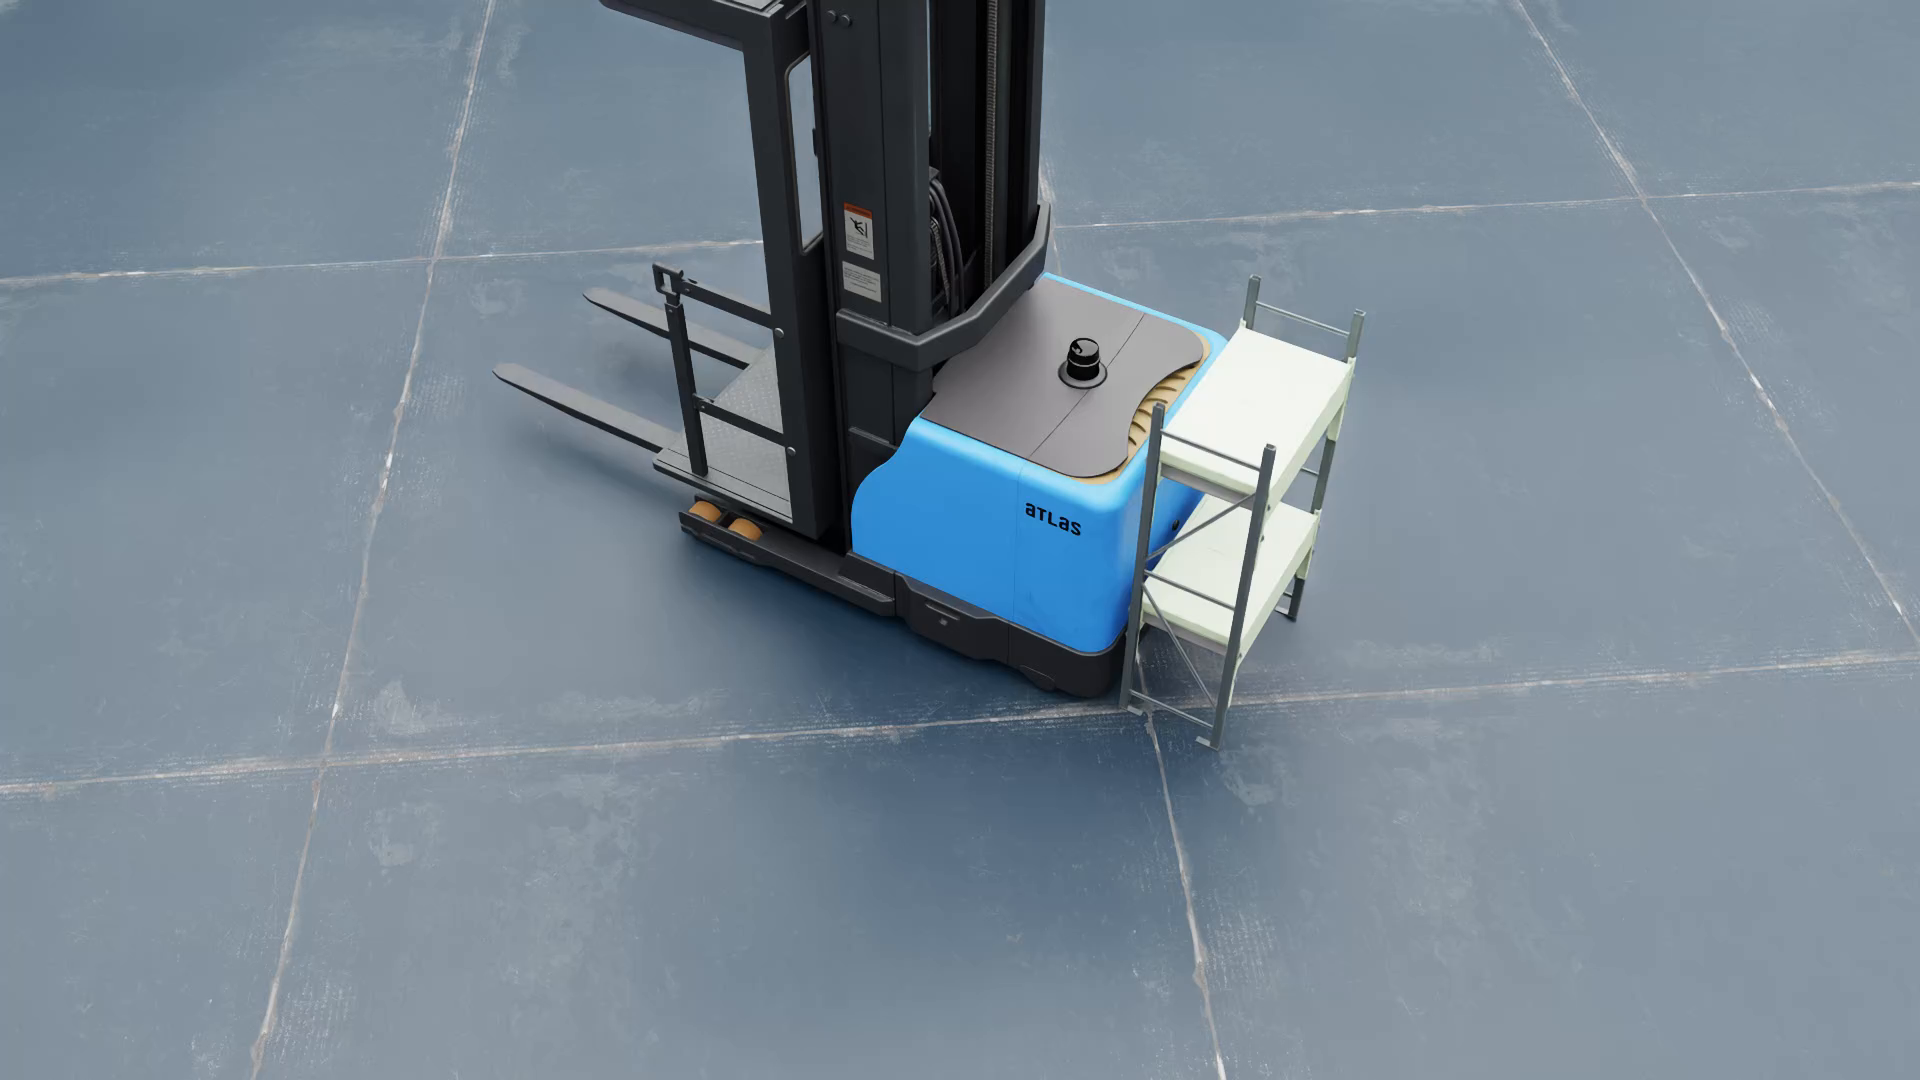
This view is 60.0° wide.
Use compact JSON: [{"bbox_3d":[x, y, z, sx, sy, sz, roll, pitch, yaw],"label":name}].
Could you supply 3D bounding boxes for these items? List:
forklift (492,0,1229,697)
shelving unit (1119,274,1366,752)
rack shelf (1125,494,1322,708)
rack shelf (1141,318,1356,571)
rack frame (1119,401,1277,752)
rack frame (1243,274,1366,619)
[{"bbox_3d":[-0.537,-1.236,5.902,3.031,2.935,1.130,23,51,20],"label":"forklift"},{"bbox_3d":[0.951,-0.058,5.772,0.431,1.500,0.755,23,51,20],"label":"shelving unit"},{"bbox_3d":[0.951,0.166,6.009,0.431,0.370,0.720,23,51,20],"label":"rack shelf"},{"bbox_3d":[0.951,-0.327,5.489,0.431,0.370,0.720,23,51,20],"label":"rack shelf"},{"bbox_3d":[0.766,0.171,5.555,0.400,1.500,0.023,23,51,20],"label":"rack frame"},{"bbox_3d":[1.136,-0.288,5.989,0.400,1.500,0.023,23,51,20],"label":"rack frame"}]
